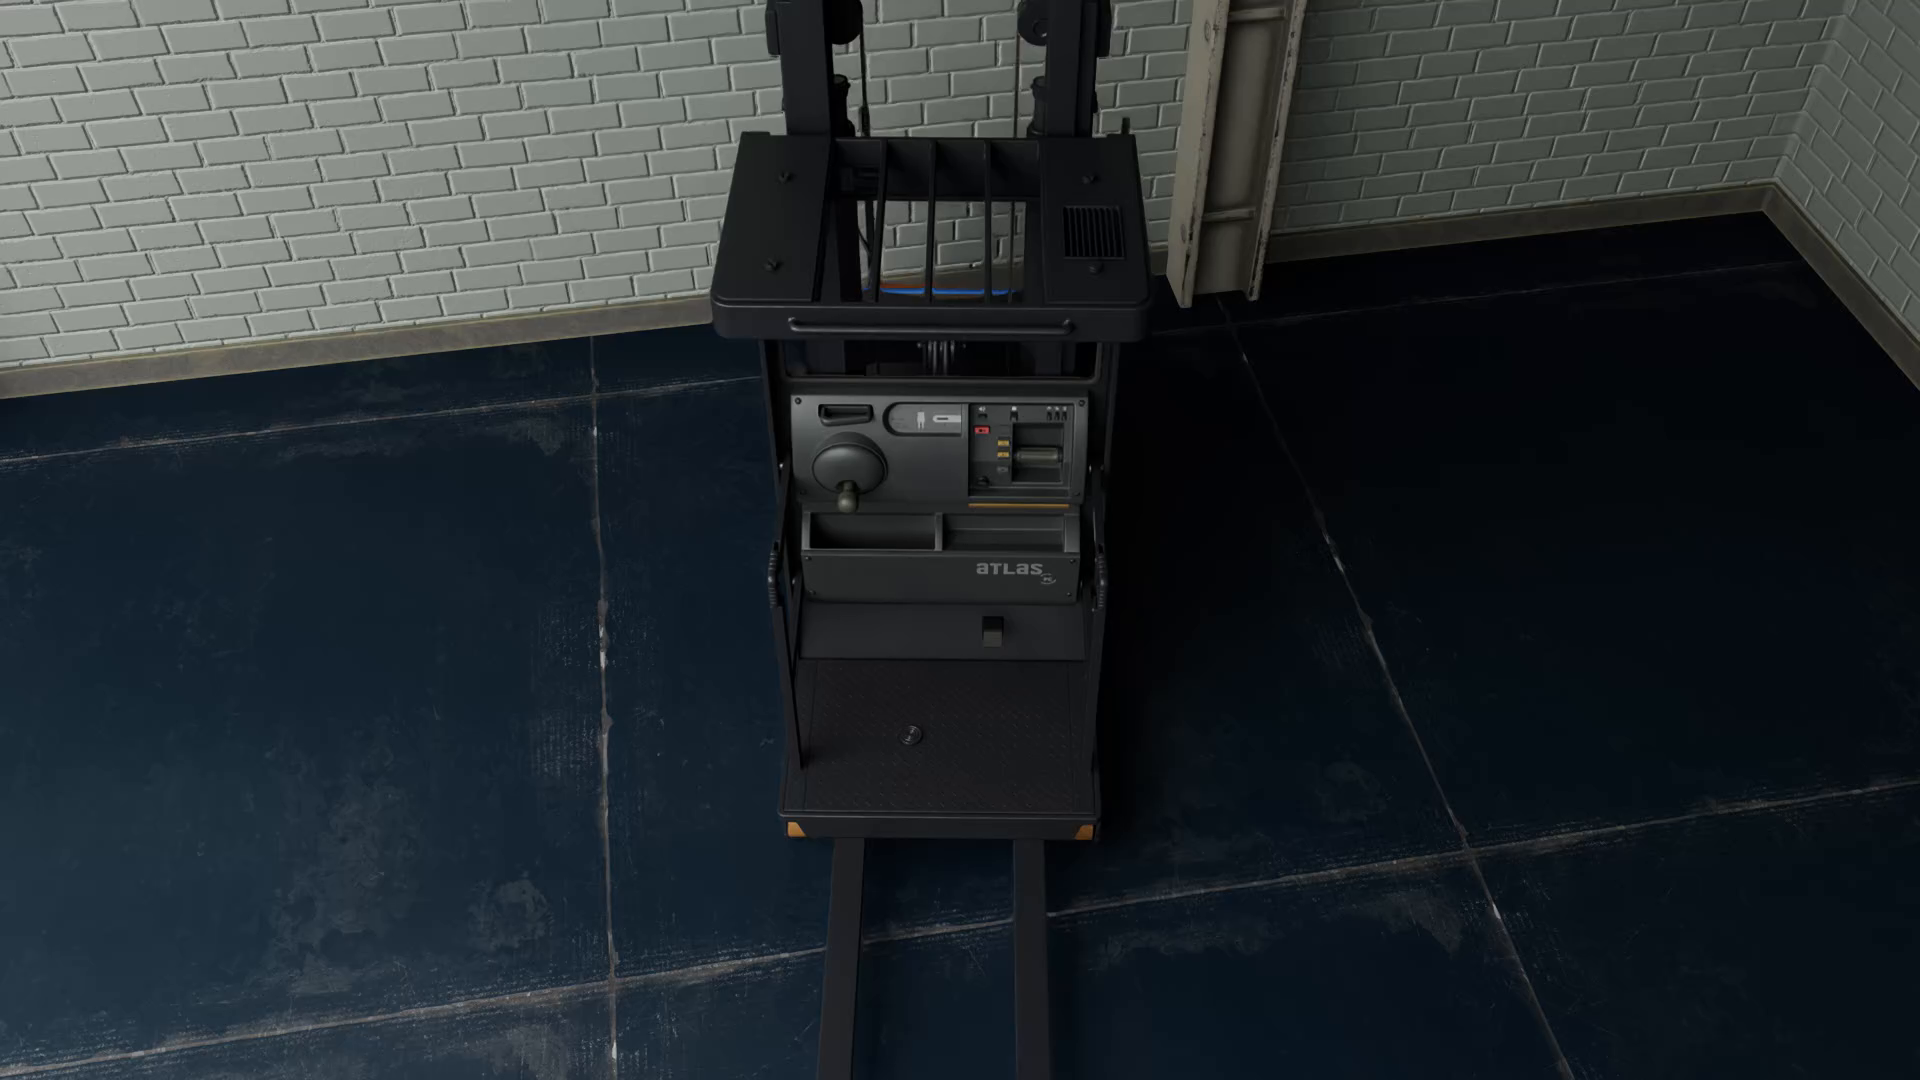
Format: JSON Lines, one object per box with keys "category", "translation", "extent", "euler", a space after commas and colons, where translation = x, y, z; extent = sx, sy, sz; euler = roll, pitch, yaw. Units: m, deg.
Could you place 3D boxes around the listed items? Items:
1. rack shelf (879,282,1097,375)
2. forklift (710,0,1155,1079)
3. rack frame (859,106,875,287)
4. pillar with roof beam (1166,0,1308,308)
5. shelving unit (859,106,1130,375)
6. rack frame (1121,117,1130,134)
{"category": "rack shelf", "translation": [0.117, -0.842, 6.963], "extent": [1.000, 0.185, 0.538], "euler": [3, 46, 3]}
{"category": "forklift", "translation": [-0.064, -0.186, 5.087], "extent": [1.130, 2.935, 3.031], "euler": [0, 46, 0]}
{"category": "rack frame", "translation": [-0.390, -0.996, 6.861], "extent": [0.032, 1.500, 0.500], "euler": [3, 46, 3]}
{"category": "pillar with roof beam", "translation": [1.967, -1.320, 1.966], "extent": [0.400, 9.000, 9.100], "euler": [-7, 46, -7]}
{"category": "shelving unit", "translation": [0.108, -0.967, 6.834], "extent": [1.083, 1.500, 0.587], "euler": [3, 46, 3]}
{"category": "rack frame", "translation": [0.623, -0.937, 6.805], "extent": [0.032, 1.500, 0.500], "euler": [3, 46, 3]}
